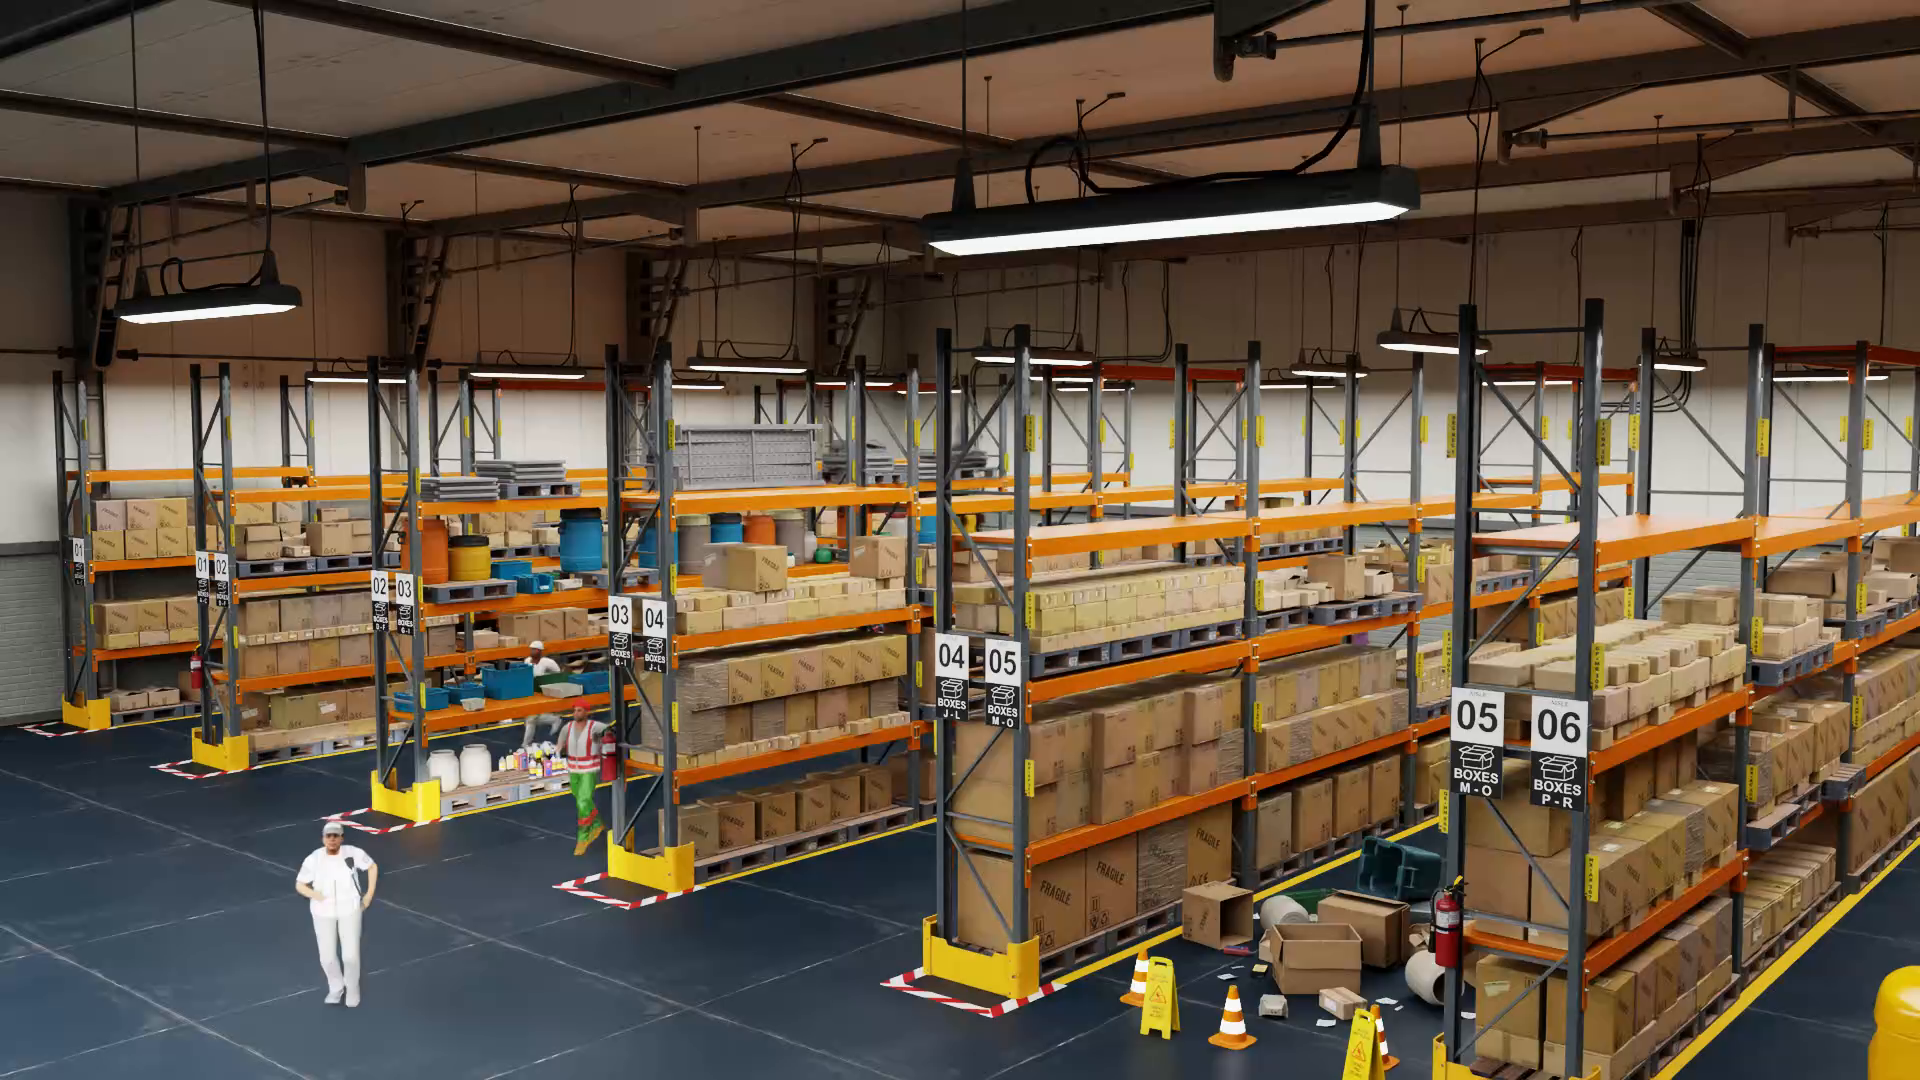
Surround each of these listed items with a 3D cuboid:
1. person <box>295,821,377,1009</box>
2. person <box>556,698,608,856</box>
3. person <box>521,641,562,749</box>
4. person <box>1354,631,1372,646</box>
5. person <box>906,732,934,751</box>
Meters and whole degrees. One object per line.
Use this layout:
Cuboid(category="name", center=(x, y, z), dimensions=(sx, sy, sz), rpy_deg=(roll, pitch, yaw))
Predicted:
Cuboid(category="person", center=(-5.456, 3.287, 14.560), dimensions=(0.667, 1.662, 0.604), rpy_deg=(-1, 4, -16))
Cuboid(category="person", center=(-4.531, 2.819, 20.028), dimensions=(0.655, 1.852, 0.835), rpy_deg=(2, 4, 22))
Cuboid(category="person", center=(-6.588, 2.441, 25.931), dimensions=(0.671, 1.757, 1.098), rpy_deg=(3, 5, 31))
Cuboid(category="person", center=(7.631, 2.096, 31.915), dimensions=(0.525, 1.558, 0.535), rpy_deg=(-4, 6, -43))
Cuboid(category="person", center=(-0.594, 2.444, 25.530), dimensions=(0.627, 1.700, 0.968), rpy_deg=(2, 5, 29))
